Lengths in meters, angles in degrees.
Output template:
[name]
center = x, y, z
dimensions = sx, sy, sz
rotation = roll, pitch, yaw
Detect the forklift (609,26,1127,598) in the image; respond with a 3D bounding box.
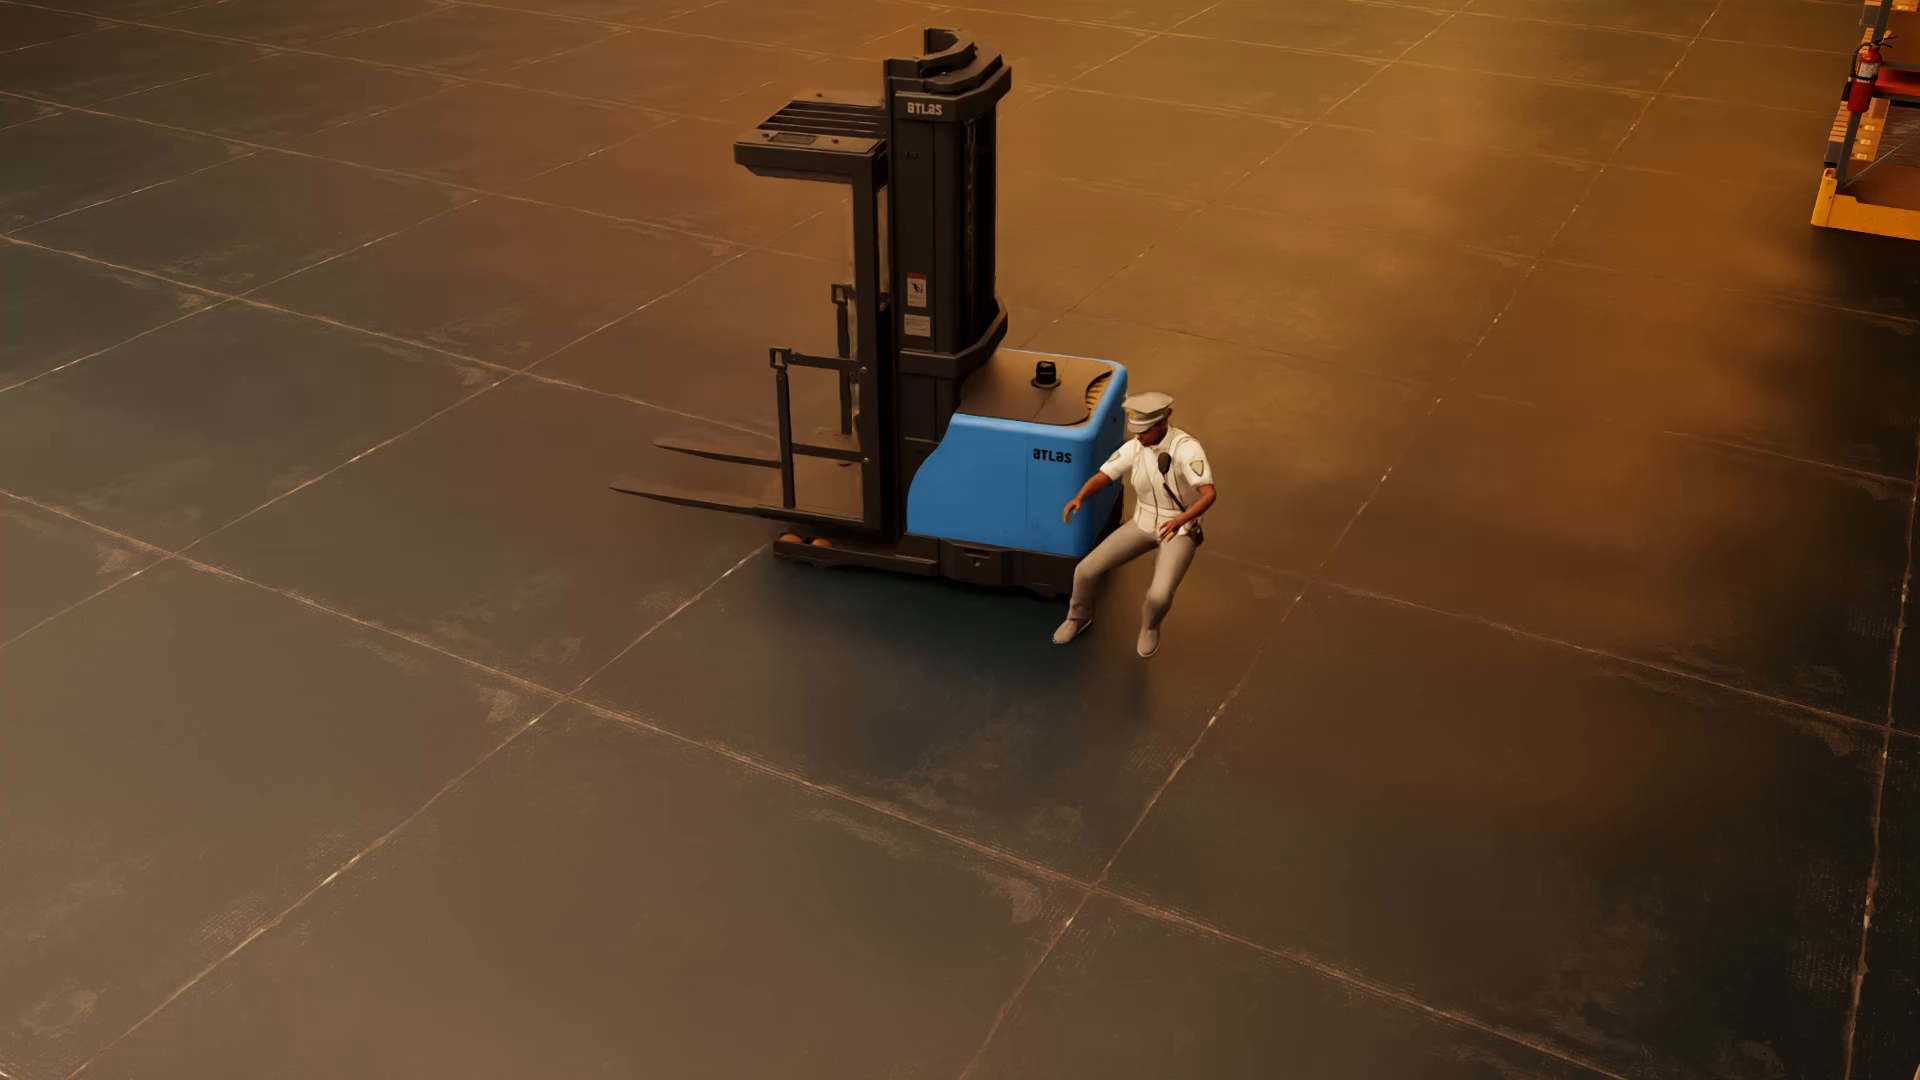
[forklift]
center = -0.593, -1.349, 9.409
dimensions = 3.031, 2.935, 1.130
rotation = 8, 31, 14

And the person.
[person]
center = 0.903, -0.026, 8.646
dimensions = 0.778, 1.460, 0.743
rotation = 22, 37, 33
